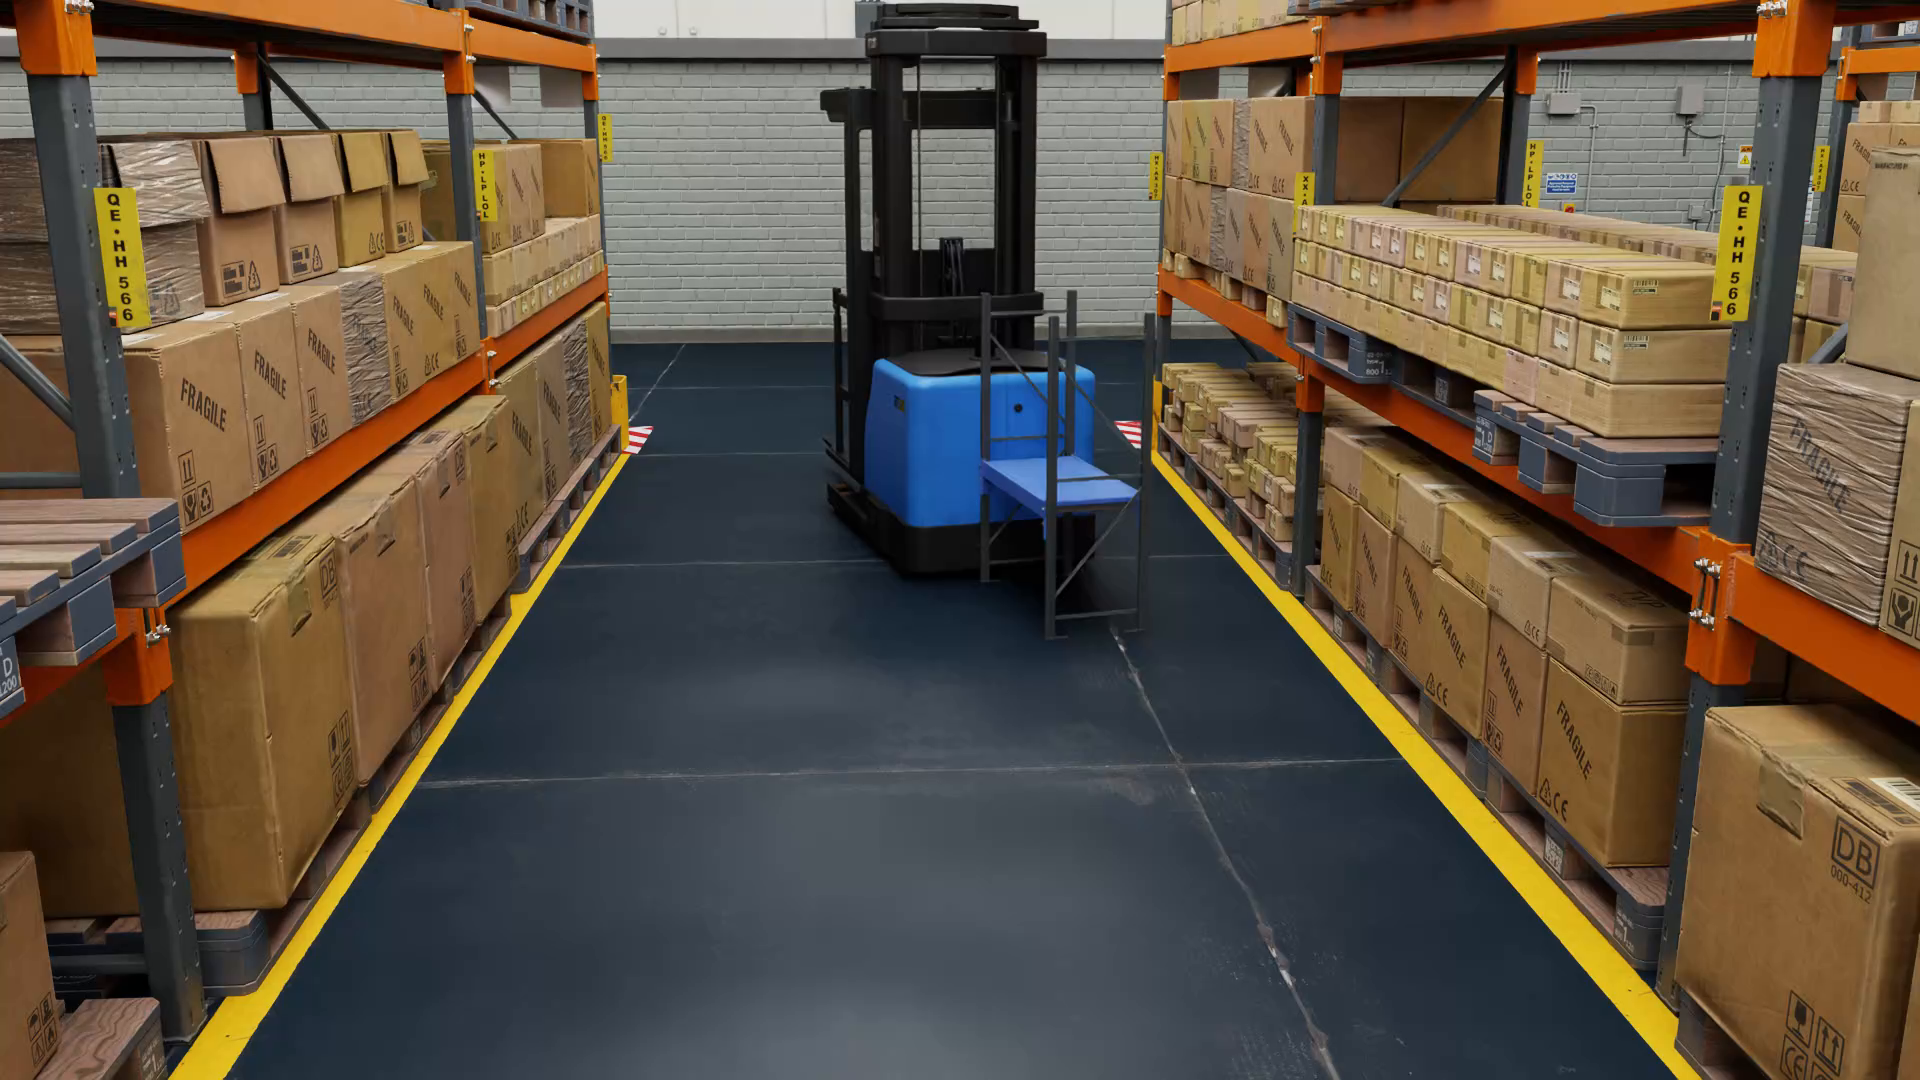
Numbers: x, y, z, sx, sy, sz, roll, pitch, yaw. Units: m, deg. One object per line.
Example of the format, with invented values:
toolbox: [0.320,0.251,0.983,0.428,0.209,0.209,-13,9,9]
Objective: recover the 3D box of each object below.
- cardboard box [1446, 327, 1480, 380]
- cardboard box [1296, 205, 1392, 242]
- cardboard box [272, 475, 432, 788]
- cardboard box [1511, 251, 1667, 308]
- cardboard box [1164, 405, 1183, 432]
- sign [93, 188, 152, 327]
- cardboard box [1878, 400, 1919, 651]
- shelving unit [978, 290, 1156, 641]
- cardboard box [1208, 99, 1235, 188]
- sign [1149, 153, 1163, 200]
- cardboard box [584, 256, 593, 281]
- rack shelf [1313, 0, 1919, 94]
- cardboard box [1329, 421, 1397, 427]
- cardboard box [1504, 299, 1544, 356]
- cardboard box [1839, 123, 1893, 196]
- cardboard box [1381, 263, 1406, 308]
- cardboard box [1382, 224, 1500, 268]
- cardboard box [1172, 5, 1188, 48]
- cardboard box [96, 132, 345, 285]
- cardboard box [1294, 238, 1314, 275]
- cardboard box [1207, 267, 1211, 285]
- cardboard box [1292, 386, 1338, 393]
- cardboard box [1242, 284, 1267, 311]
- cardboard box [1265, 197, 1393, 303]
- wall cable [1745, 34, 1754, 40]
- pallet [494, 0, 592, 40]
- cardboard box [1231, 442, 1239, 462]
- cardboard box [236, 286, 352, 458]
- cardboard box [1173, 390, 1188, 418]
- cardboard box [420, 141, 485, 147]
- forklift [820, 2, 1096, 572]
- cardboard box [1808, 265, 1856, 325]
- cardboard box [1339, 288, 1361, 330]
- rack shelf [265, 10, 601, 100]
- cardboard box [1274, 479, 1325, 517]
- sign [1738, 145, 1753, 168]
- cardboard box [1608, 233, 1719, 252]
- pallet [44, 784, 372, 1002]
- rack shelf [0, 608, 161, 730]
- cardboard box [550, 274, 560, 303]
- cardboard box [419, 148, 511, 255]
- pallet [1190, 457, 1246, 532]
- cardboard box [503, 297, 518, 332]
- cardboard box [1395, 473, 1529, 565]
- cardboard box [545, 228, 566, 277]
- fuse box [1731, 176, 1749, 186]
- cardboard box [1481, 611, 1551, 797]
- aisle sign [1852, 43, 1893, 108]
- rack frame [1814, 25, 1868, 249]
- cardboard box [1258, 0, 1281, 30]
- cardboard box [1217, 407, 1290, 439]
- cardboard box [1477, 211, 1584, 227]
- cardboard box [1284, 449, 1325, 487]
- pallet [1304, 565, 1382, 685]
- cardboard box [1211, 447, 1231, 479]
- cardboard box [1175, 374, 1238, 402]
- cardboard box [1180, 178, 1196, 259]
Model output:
cardboard box: [1.884,-0.636,5.641,0.380,0.149,0.250,-2,15,-6]
cardboard box: [1.751,-1.444,7.586,0.380,0.149,0.250,0,14,-1]
cardboard box: [-2.593,0.299,5.766,1.225,0.875,0.875,-1,14,-3]
cardboard box: [1.916,-0.797,5.070,0.380,0.149,0.250,0,14,-2]
cardboard box: [1.651,-0.861,11.733,0.380,0.149,0.250,-1,14,-2]
sign: [-1.982,-0.666,3.931,0.100,0.325,0.005,-1,14,-3]
cardboard box: [2.226,0.009,3.269,0.500,0.500,0.500,-1,14,-4]
shelving unit: [0.491,-0.401,8.074,0.538,1.500,1.048,-4,15,-16]
cardboard box: [1.783,-2.353,9.848,0.500,0.500,0.500,-1,14,-5]
sign: [1.396,-2.585,11.815,0.100,0.325,0.005,-1,14,-3]
cardboard box: [-2.636,-1.790,10.968,0.380,0.149,0.250,-1,14,-3]
rack shelf: [2.309,-1.786,5.872,1.077,0.370,4.000,-1,14,-3]
cardboard box: [2.309,-0.575,9.426,0.380,0.149,0.250,-1,14,-5]
cardboard box: [1.911,-0.658,5.127,0.380,0.149,0.250,-1,14,-2]
cardboard box: [6.617,-2.684,11.733,0.500,0.500,0.500,-1,14,-5]
cardboard box: [1.837,-0.974,6.355,0.380,0.149,0.250,-1,14,-4]
cardboard box: [1.832,-1.122,6.336,0.380,0.149,0.250,0,14,-1]
cardboard box: [1.710,-3.438,11.152,0.500,0.250,0.500,0,14,-1]
cardboard box: [-2.638,-1.178,5.871,0.797,0.503,0.637,0,14,-2]
cardboard box: [1.751,-1.300,7.623,0.380,0.149,0.250,-1,14,-3]
cardboard box: [1.796,-1.706,10.642,0.380,0.149,0.250,-1,14,-4]
cardboard box: [2.349,-0.900,10.689,0.380,0.149,0.250,0,14,-1]
cardboard box: [1.814,-1.386,9.399,0.380,0.149,0.250,-2,15,-6]
cardboard box: [1.874,-1.488,8.491,0.500,0.500,0.500,-1,14,-3]
wall cable: [9.772,-6.654,17.253,2.988,3.039,0.133,-1,14,-3]
pallet: [-2.963,-3.348,10.677,1.003,0.211,1.213,-1,14,-3]
cardboard box: [1.836,-0.547,9.913,0.380,0.149,0.250,-2,15,-6]
cardboard box: [-2.351,-0.562,5.490,0.500,0.500,0.500,-1,14,-4]
cardboard box: [1.675,-0.937,11.432,0.380,0.149,0.250,-1,14,-4]
cardboard box: [-3.190,-2.180,10.180,0.500,0.500,0.500,-1,14,-5]
forklift: [-0.182,-1.574,9.762,1.130,2.935,3.031,-4,15,-16]
cardboard box: [2.598,-0.673,4.591,0.380,0.149,0.250,-1,14,-3]
cardboard box: [1.800,-0.962,6.908,0.380,0.149,0.250,-1,14,-3]
rack shelf: [-2.895,-2.729,9.539,1.077,0.370,4.000,-1,14,-3]
cardboard box: [1.849,-0.219,8.641,0.380,0.149,0.250,-1,14,-2]
sign: [8.537,-4.124,17.879,0.339,0.242,0.001,-1,14,-3]
cardboard box: [2.515,-0.999,5.857,0.380,0.149,0.250,0,14,-2]
pallet: [-2.497,1.020,5.137,1.003,0.211,1.213,-1,14,-3]
rack shelf: [-2.399,0.713,2.180,1.077,0.370,4.000,-1,14,-3]
cardboard box: [-2.556,-1.472,9.733,0.380,0.149,0.250,-1,14,-5]
cardboard box: [-2.546,-1.685,8.256,0.500,0.500,0.500,-1,14,-3]
pallet: [2.030,-0.299,10.266,1.003,0.211,1.213,-1,14,-3]
cardboard box: [-2.474,-1.150,8.481,0.380,0.149,0.250,-1,14,-5]
cardboard box: [2.030,-0.088,6.517,0.500,0.250,0.500,0,14,-1]
cardboard box: [-2.625,-1.695,9.800,0.500,0.250,0.500,-1,14,-3]
fuse box: [8.605,-3.050,17.945,0.539,1.711,0.414,-1,14,-3]
cardboard box: [2.103,0.534,5.605,0.500,0.500,0.500,0,14,-1]
aisle sign: [6.578,-3.548,12.079,0.394,0.787,0.004,-1,14,-3]
rack frame: [6.872,-2.276,12.351,1.000,3.000,0.127,-1,14,-3]
cardboard box: [1.866,-2.801,8.676,0.500,0.250,0.500,-1,14,-4]
cardboard box: [1.750,-0.698,9.903,0.380,0.149,0.250,-1,14,-5]
cardboard box: [2.437,-1.321,7.109,0.380,0.149,0.250,-1,14,-5]
cardboard box: [1.904,-0.374,8.647,0.380,0.149,0.250,0,14,-2]
pallet: [2.235,0.365,7.685,1.003,0.211,1.213,-1,14,-3]
cardboard box: [1.760,-0.477,10.239,0.380,0.149,0.250,-1,14,-3]
cardboard box: [1.656,-1.018,11.147,0.380,0.149,0.250,-1,14,-4]
cardboard box: [1.748,-2.118,10.940,0.500,0.500,0.500,-1,14,-3]
